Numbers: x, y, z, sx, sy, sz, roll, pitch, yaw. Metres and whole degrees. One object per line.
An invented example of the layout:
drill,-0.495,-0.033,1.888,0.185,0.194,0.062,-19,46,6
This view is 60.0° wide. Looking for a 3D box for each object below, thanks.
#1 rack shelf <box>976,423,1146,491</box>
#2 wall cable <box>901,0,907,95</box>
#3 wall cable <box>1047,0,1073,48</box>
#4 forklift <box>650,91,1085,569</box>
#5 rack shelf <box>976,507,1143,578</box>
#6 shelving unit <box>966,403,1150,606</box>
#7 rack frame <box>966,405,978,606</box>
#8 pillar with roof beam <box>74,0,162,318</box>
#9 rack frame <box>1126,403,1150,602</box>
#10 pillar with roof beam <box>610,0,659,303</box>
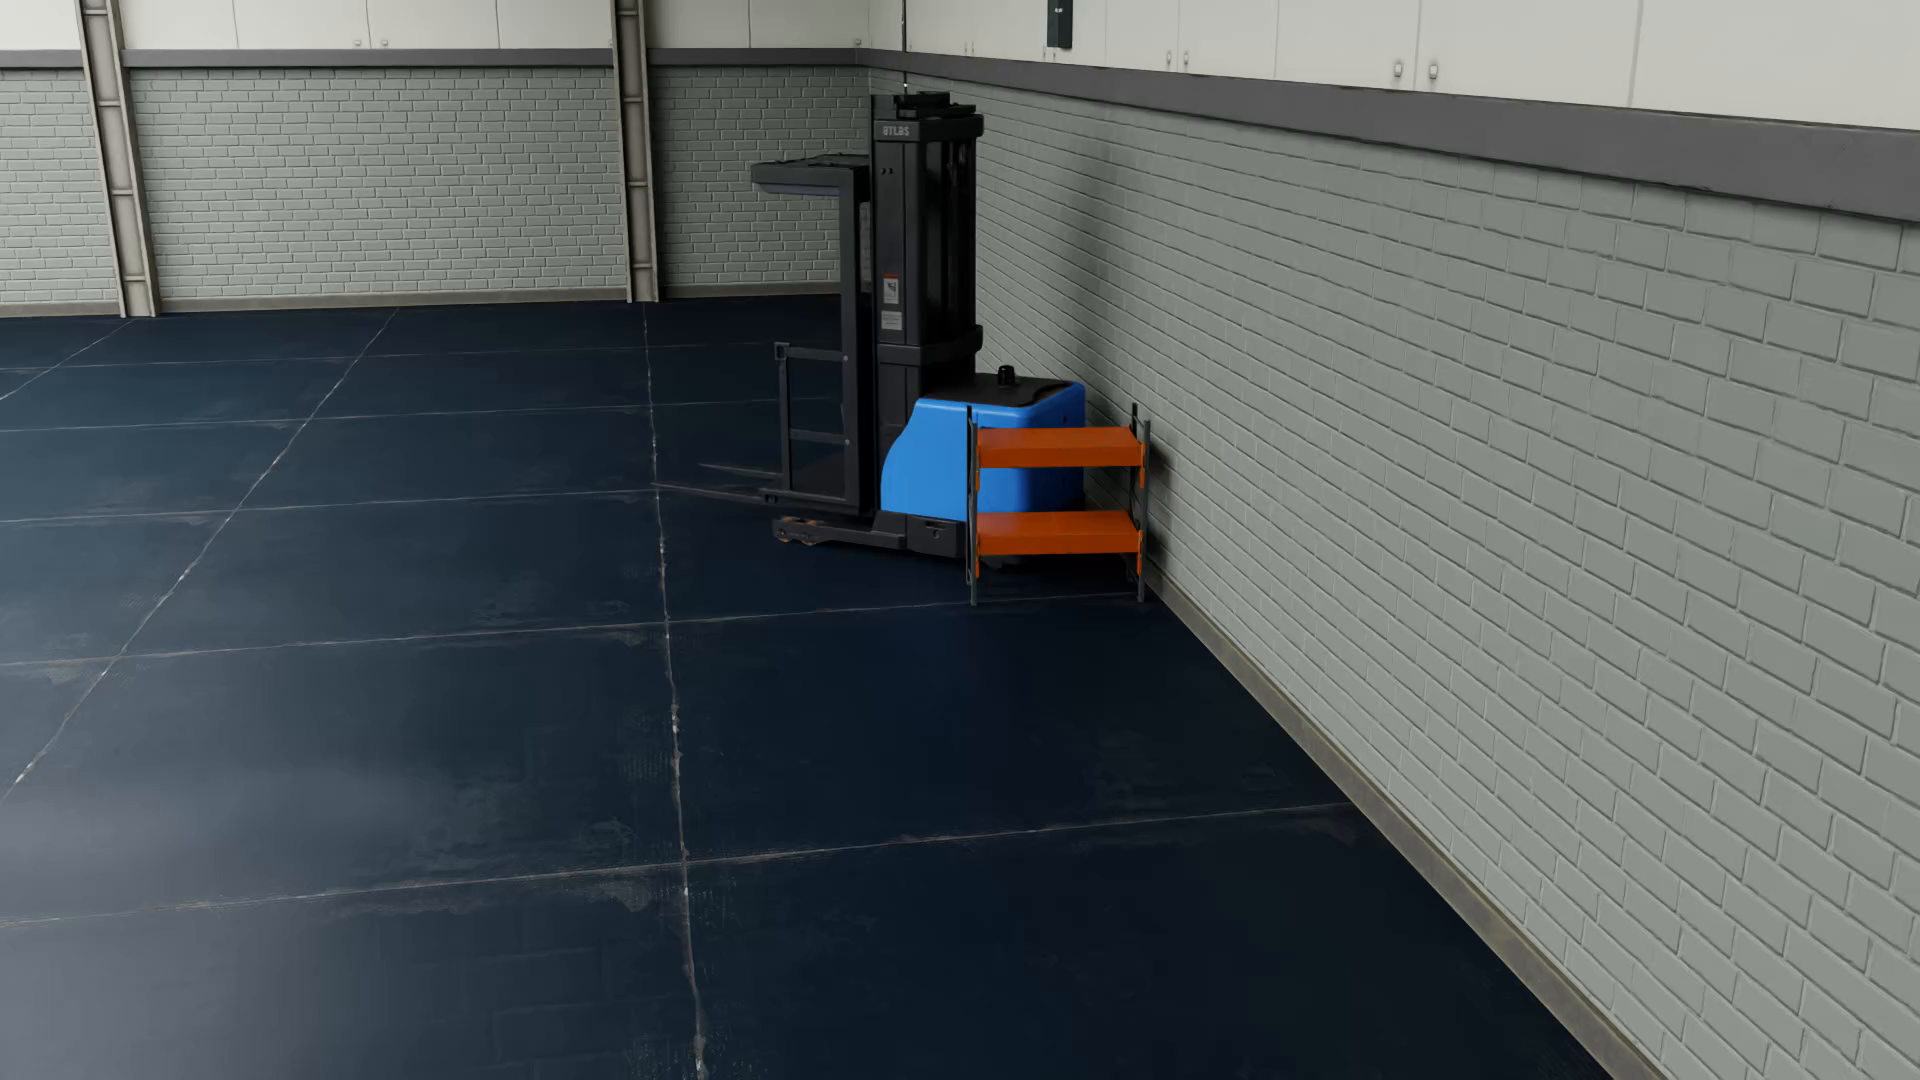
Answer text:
rack shelf,0.579,-0.503,10.038,1.000,0.278,0.538,-1,17,-3
wall cable,-0.914,-5.671,19.736,0.112,2.526,3.097,-3,17,-10
wall cable,0.871,-6.043,9.867,0.169,6.003,2.305,-3,17,-10
forklift,-0.707,-1.492,11.177,3.031,2.935,1.130,8,19,24
rack shelf,0.579,0.010,10.196,1.000,0.278,0.538,-1,17,-3
shelving unit,0.579,-0.224,10.124,1.048,1.125,0.538,-1,17,-3
rack frame,0.071,-0.214,10.094,0.032,1.125,0.500,-1,17,-3
pillar with roof beam,-9.132,-5.797,14.858,0.400,9.000,9.100,-3,17,-10
rack frame,1.086,-0.233,10.154,0.032,1.125,0.500,-1,17,-3
pillar with roof beam,-3.241,-6.131,15.946,0.400,9.000,9.100,-3,17,-10
